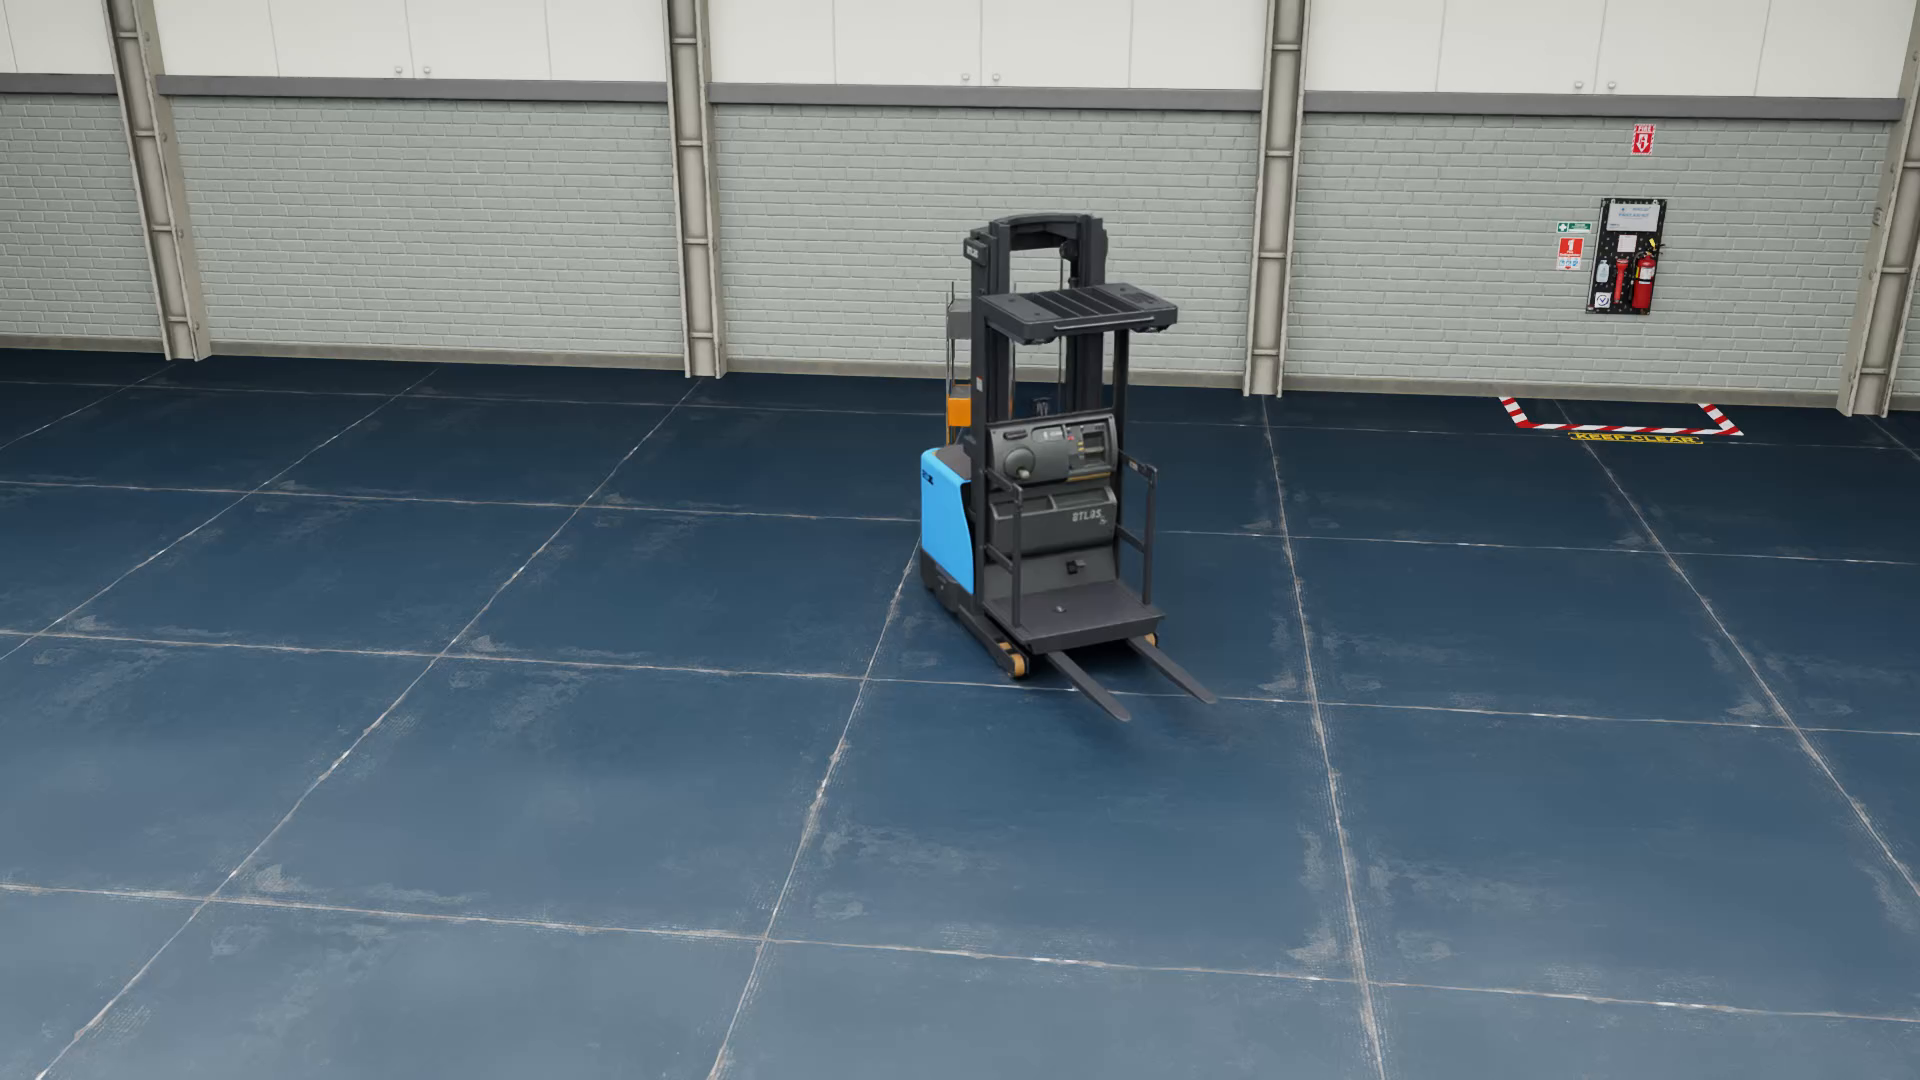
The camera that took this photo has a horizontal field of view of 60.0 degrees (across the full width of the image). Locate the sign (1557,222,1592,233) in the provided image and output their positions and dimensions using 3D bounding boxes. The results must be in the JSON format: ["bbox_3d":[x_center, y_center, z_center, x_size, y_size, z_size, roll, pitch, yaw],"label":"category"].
[{"bbox_3d":[6.159,-3.134,16.676,0.331,0.109,0.001,2,22,6],"label":"sign"}]

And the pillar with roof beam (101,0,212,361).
[{"bbox_3d":[-9.239,-4.688,13.219,0.400,9.000,9.100,2,22,6],"label":"pillar with roof beam"}]

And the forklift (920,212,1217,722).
[{"bbox_3d":[0.727,-0.607,11.148,1.130,2.935,3.031,-9,23,-21],"label":"forklift"}]

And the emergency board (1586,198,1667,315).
[{"bbox_3d":[6.693,-2.812,16.633,0.643,1.169,0.194,2,22,6],"label":"emergency board"}]

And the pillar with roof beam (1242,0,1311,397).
[{"bbox_3d":[2.678,-4.169,11.906,0.400,9.000,9.100,2,22,6],"label":"pillar with roof beam"}]

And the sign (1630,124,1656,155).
[{"bbox_3d":[6.697,-3.927,16.300,0.199,0.298,0.001,2,22,6],"label":"sign"}]

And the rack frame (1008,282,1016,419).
[{"bbox_3d":[0.407,-0.959,13.169,0.015,2.100,0.400,2,22,6],"label":"rack frame"}]

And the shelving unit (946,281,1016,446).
[{"bbox_3d":[0.164,-0.969,13.195,0.503,2.100,0.431,2,22,6],"label":"shelving unit"}]

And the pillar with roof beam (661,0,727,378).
[{"bbox_3d":[-3.281,-4.429,12.562,0.400,9.000,9.100,2,22,6],"label":"pillar with roof beam"}]

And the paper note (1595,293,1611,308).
[{"bbox_3d":[6.525,-2.436,16.878,0.142,0.148,0.016,2,22,6],"label":"paper note"}]

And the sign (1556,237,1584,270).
[{"bbox_3d":[6.156,-2.891,16.782,0.234,0.329,0.001,2,22,6],"label":"sign"}]

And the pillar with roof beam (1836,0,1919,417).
[{"bbox_3d":[8.636,-3.910,11.249,0.400,9.000,9.100,2,22,6],"label":"pillar with roof beam"}]

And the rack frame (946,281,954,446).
[{"bbox_3d":[-0.078,-0.980,13.222,0.015,2.100,0.400,2,22,6],"label":"rack frame"}]

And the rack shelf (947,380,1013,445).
[{"bbox_3d":[0.164,-0.957,13.200,0.480,0.518,0.431,2,22,6],"label":"rack shelf"}]

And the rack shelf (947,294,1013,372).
[{"bbox_3d":[0.164,-1.608,12.943,0.480,0.518,0.431,2,22,6],"label":"rack shelf"}]
